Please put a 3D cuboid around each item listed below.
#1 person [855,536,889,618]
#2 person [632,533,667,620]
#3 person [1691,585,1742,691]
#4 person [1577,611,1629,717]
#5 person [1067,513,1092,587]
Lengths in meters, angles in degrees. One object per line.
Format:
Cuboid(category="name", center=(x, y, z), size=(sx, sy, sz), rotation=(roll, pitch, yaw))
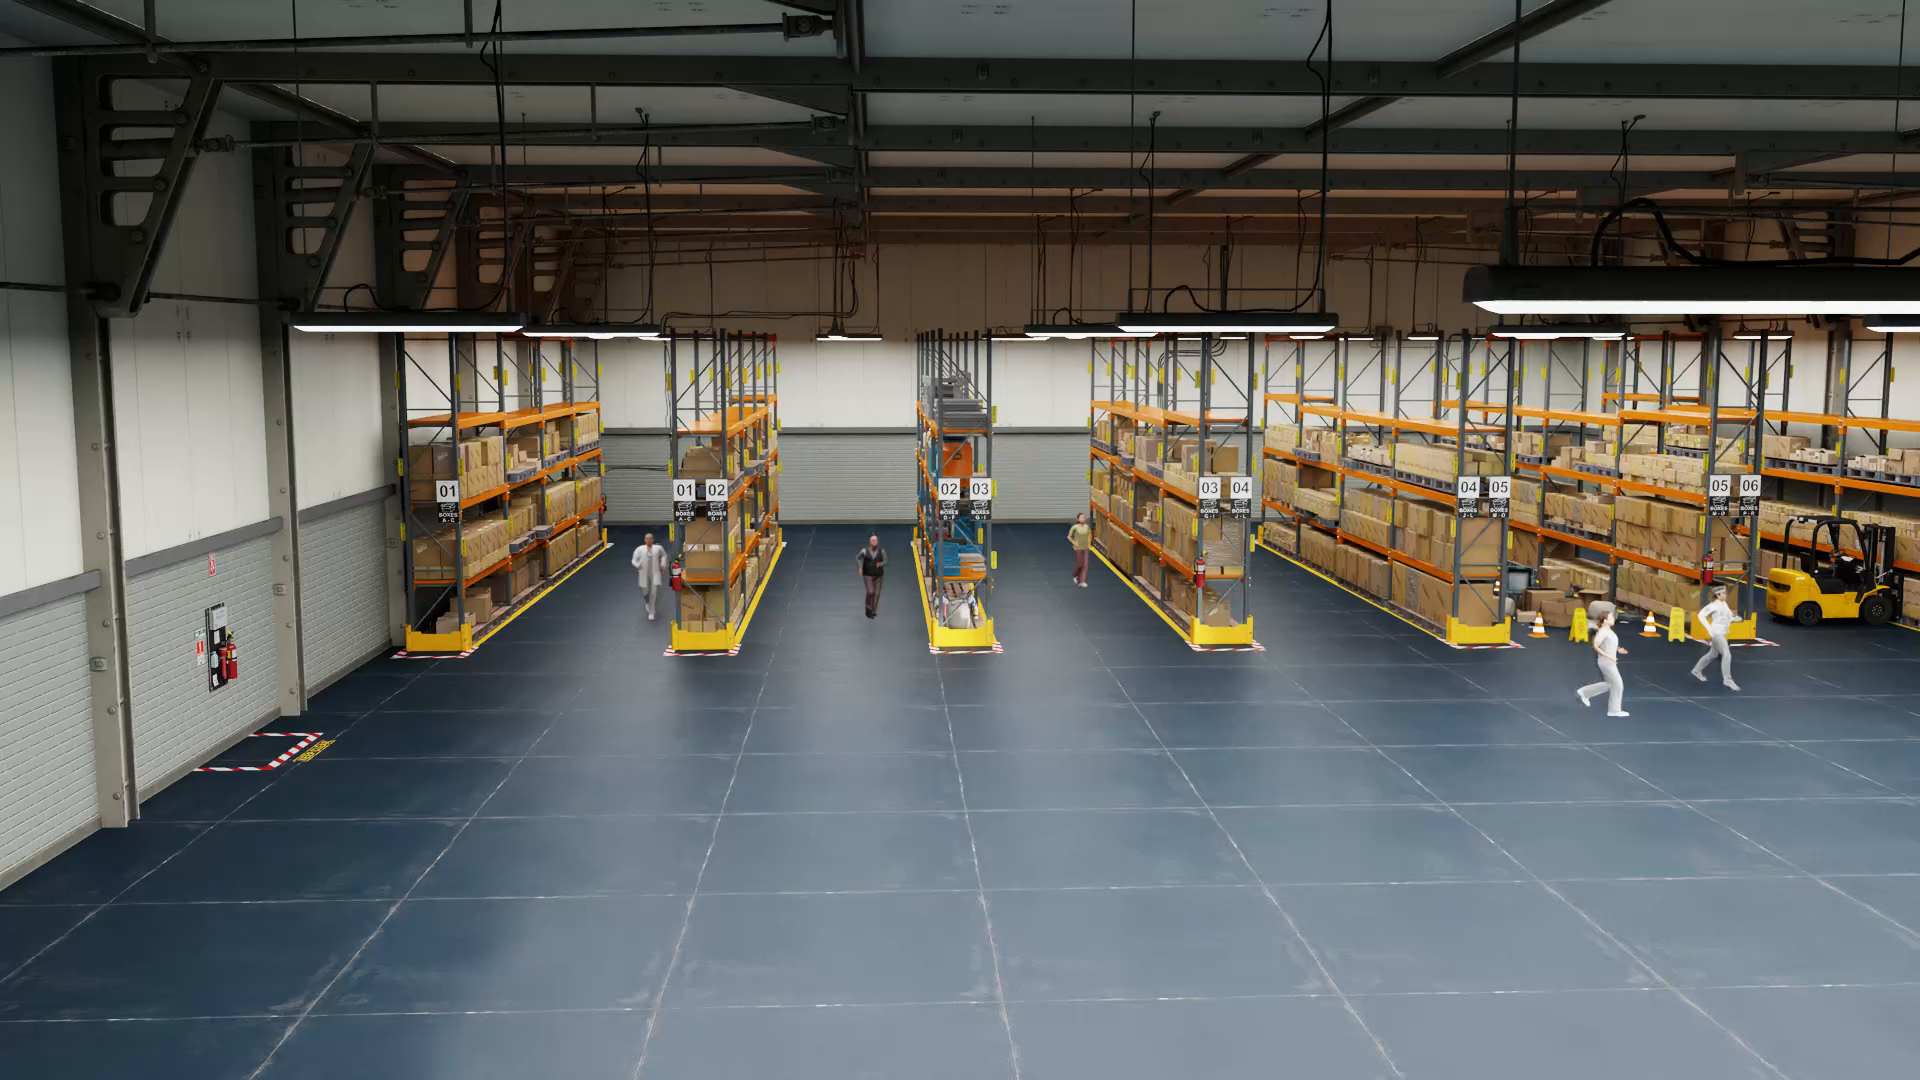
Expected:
Cuboid(category="person", center=(-1.790, 0.767, 34.342), size=(0.644, 1.697, 0.638), rotation=(-2, 7, -15))
Cuboid(category="person", center=(-6.485, 0.739, 34.800), size=(0.718, 1.764, 1.024), rotation=(-1, 7, -9))
Cuboid(category="person", center=(12.664, 1.601, 27.770), size=(0.837, 1.725, 0.596), rotation=(6, 9, 42))
Cuboid(category="person", center=(9.935, 1.894, 25.650), size=(0.779, 1.632, 0.573), rotation=(4, 8, 30))
Cuboid(category="person", center=(2.729, 0.211, 37.378), size=(0.596, 1.649, 0.689), rotation=(-2, 7, -20))
